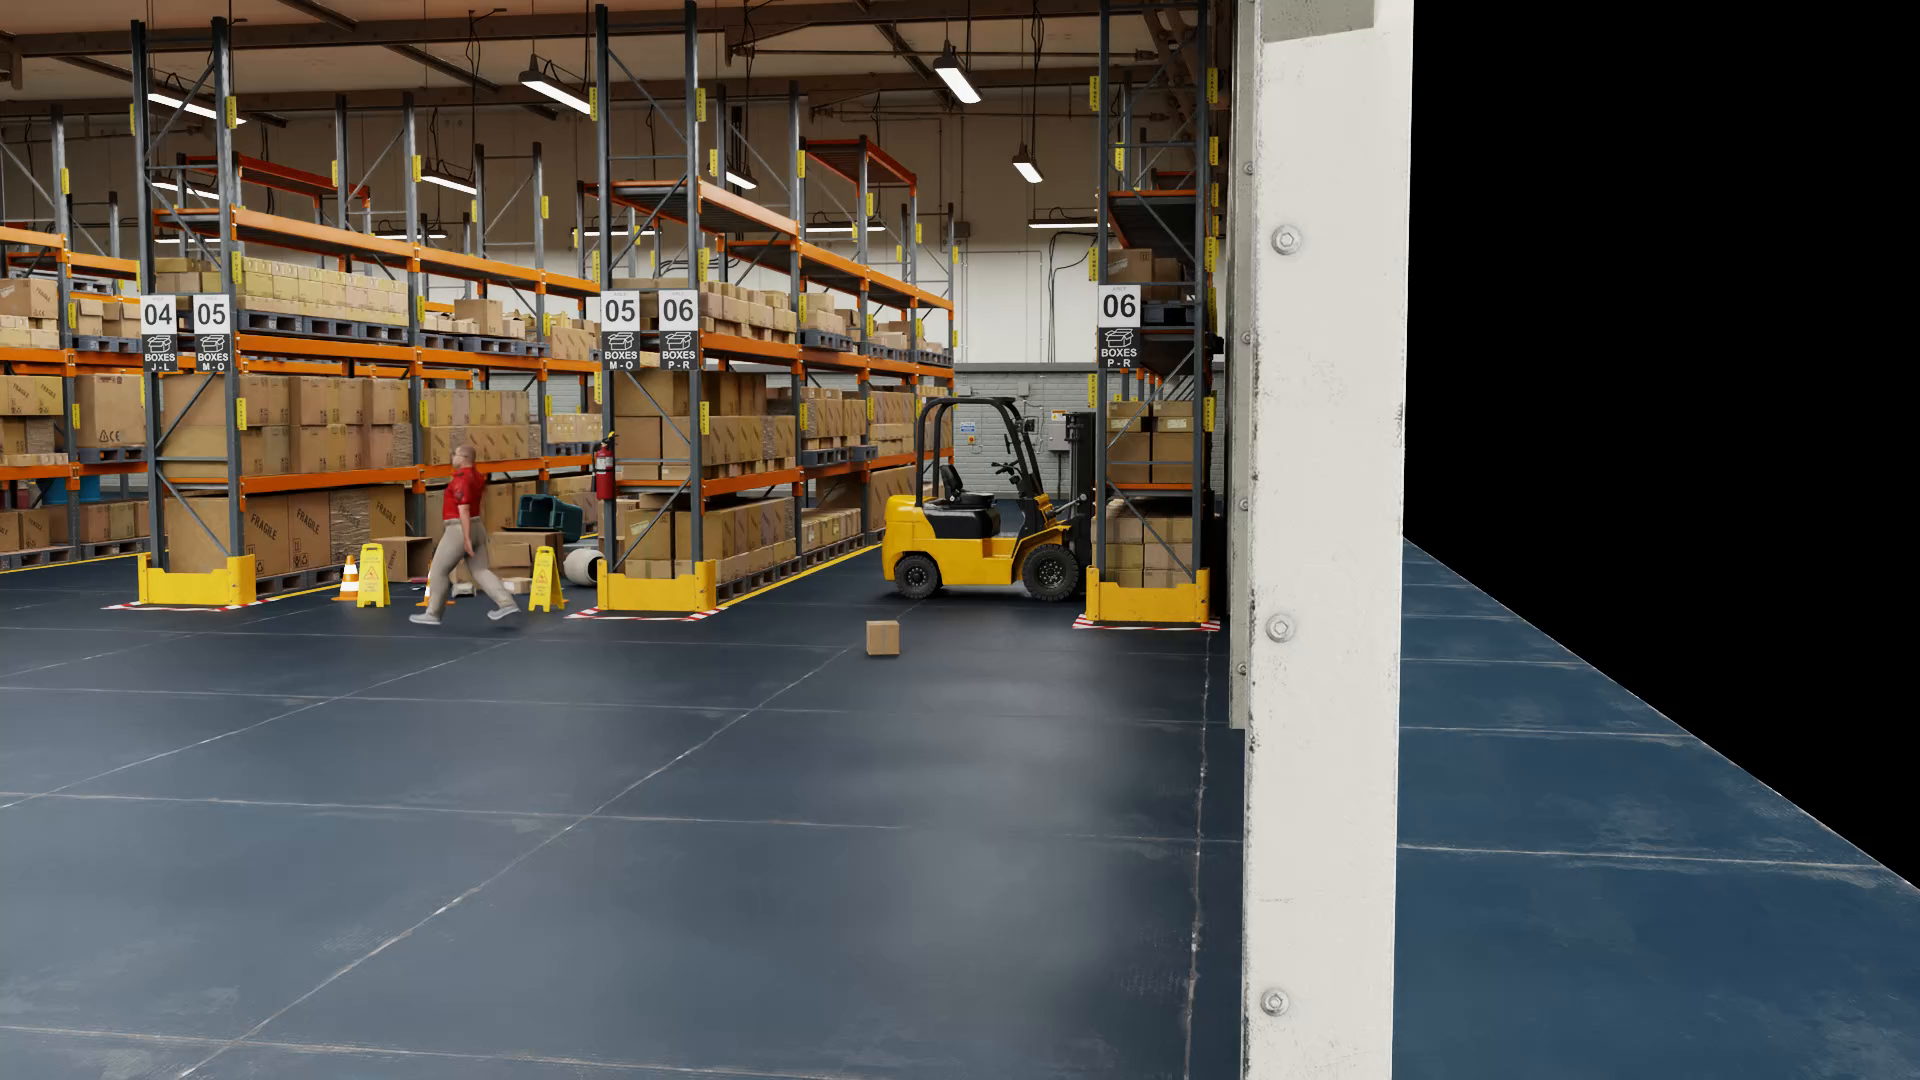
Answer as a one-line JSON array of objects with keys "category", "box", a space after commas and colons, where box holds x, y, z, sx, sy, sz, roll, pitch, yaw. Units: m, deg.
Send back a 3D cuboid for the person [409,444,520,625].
[{"category": "person", "box": [-4.608, -0.050, 15.418, 1.029, 1.674, 0.526, 1, 5, 14]}]
